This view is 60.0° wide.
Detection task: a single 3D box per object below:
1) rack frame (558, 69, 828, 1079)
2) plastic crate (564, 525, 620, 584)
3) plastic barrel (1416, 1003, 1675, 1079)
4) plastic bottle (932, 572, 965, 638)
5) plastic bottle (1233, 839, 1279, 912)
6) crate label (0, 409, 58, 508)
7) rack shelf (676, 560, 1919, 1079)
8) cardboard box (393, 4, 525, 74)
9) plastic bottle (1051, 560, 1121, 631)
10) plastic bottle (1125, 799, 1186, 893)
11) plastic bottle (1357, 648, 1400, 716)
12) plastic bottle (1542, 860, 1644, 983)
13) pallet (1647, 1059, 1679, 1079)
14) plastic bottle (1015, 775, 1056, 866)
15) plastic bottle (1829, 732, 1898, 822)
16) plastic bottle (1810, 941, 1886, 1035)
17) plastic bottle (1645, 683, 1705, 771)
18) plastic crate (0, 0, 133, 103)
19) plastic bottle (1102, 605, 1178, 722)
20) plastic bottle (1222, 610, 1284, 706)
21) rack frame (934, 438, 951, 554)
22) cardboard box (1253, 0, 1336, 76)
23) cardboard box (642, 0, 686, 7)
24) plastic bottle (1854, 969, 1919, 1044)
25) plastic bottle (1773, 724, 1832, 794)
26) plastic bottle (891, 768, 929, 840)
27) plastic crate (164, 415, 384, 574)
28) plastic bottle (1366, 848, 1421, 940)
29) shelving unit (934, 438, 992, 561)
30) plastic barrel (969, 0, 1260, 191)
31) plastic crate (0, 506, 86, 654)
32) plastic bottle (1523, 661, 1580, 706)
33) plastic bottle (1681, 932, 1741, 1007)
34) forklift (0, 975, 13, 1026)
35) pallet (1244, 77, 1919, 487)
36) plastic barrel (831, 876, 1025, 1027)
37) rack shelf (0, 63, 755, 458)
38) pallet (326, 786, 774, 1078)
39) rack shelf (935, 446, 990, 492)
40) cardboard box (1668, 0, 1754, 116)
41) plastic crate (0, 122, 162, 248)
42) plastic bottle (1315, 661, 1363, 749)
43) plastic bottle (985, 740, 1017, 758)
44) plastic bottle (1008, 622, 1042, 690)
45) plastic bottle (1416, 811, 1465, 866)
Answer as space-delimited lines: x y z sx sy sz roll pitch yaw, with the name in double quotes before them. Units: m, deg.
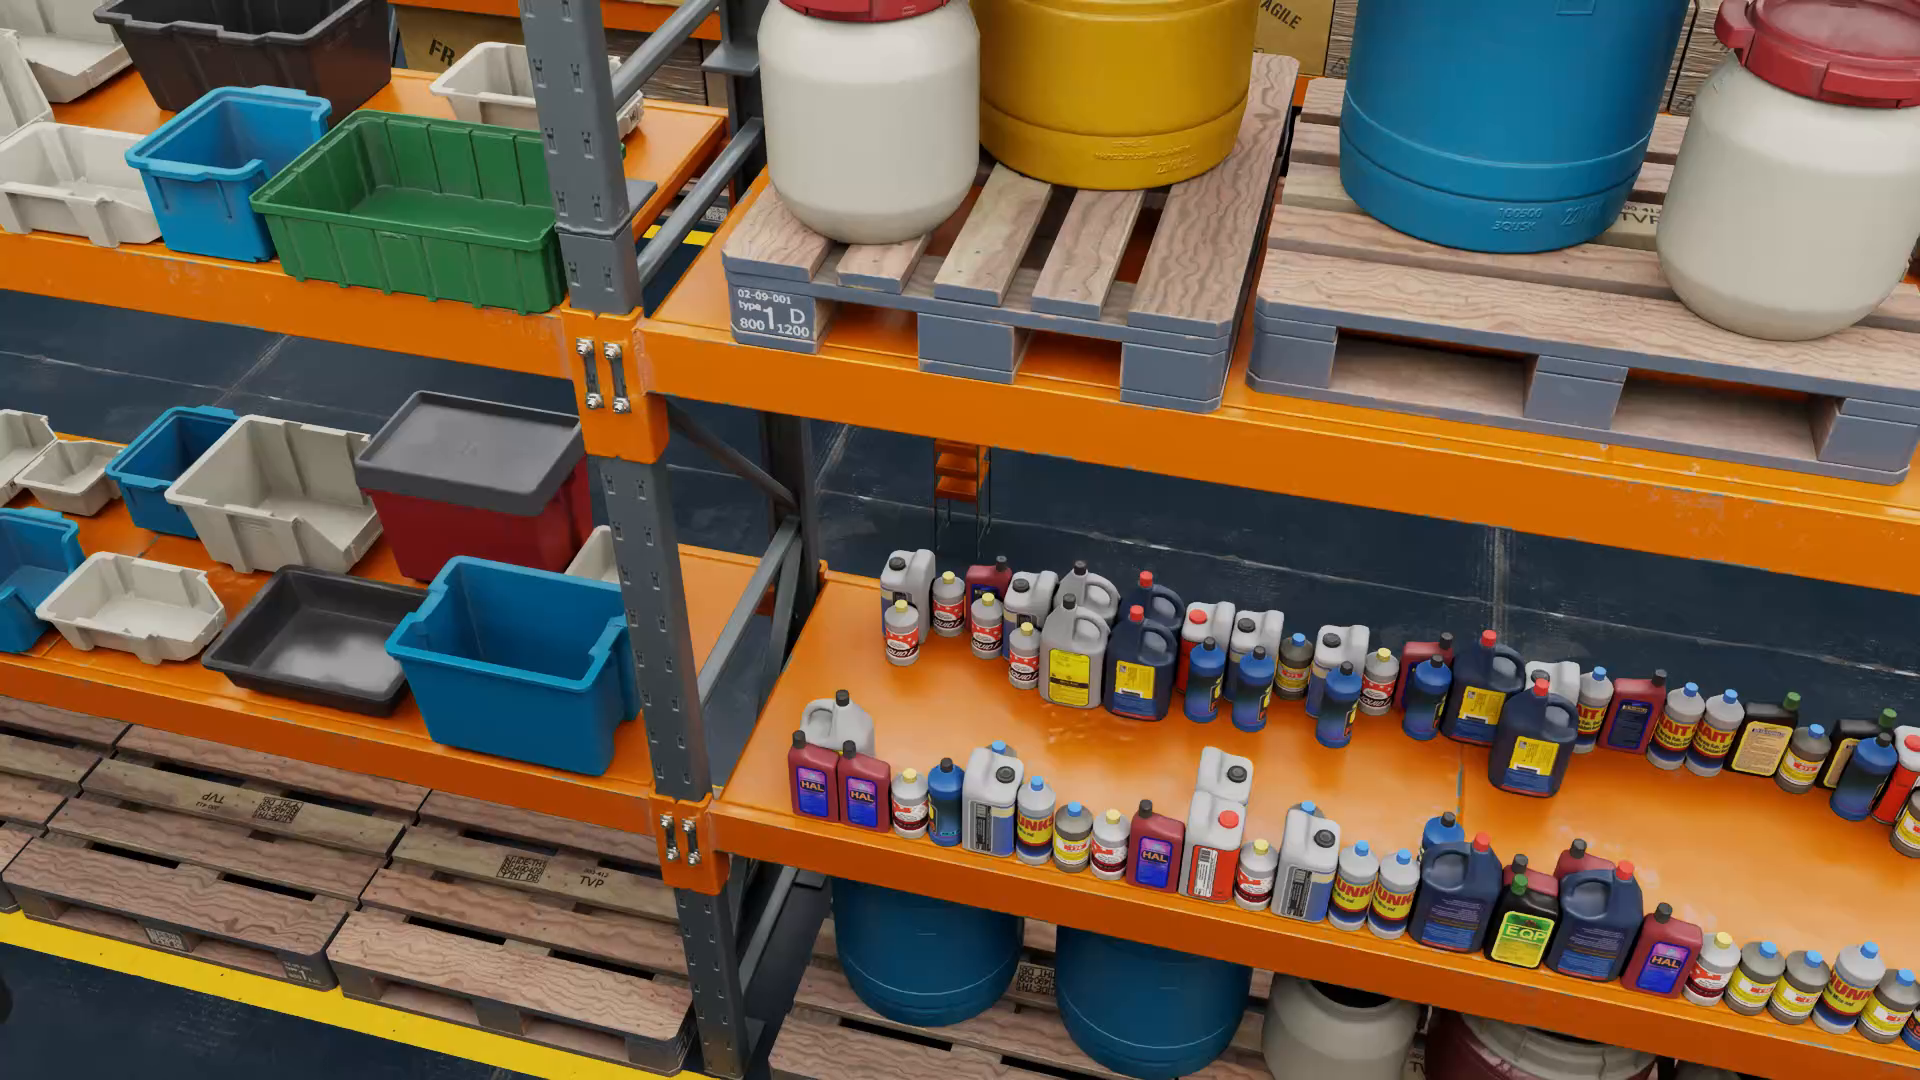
"rack frame" -0.616 0.236 4.637 0.127 3.000 1.000 10 41 11
"plastic crate" -1.029 0.148 4.900 0.243 0.136 0.396 10 41 11
"plastic barrel" 1.680 1.405 4.793 0.708 0.588 0.600 10 41 11
"plastic bottle" -0.033 0.179 4.859 0.097 0.201 0.097 0 40 0
"plastic bottle" 0.732 0.816 4.101 0.097 0.201 0.097 0 40 0
"crate label" -3.094 -0.240 5.361 0.243 0.136 0.396 10 41 11
"rack shelf" 1.316 0.844 4.472 4.000 0.370 1.077 10 41 11
"cardboard box" -2.561 -2.797 9.573 0.875 0.875 0.875 10 41 11
"plastic bottle" 0.356 0.204 4.713 0.185 0.351 0.144 10 41 11
"plastic bottle" 0.485 0.754 4.110 0.133 0.283 0.061 10 41 11
"plastic bottle" 1.161 0.384 4.614 0.097 0.201 0.097 0 40 0
"plastic bottle" 1.500 0.875 3.914 0.185 0.351 0.144 10 41 11
"pallet" 2.475 1.863 4.867 1.213 0.211 1.003 10 41 11
"plastic bottle" 0.191 0.696 4.189 0.097 0.271 0.097 0 40 0
"plastic bottle" 2.346 0.602 4.301 0.097 0.271 0.097 0 40 0
"plastic bottle" 2.041 1.014 3.810 0.097 0.271 0.097 0 40 0
"plastic bottle" 1.915 0.487 4.437 0.097 0.271 0.097 0 40 0
"plastic crate" -2.420 -1.287 4.323 0.530 0.136 0.437 10 41 11
"plastic bottle" 0.497 0.325 4.570 0.185 0.351 0.144 10 41 11
"plastic bottle" 0.818 0.315 4.639 0.135 0.276 0.152 10 41 11
"rack frame" -0.074 -0.472 6.879 0.006 1.200 0.240 10 41 11
"cardboard box" 1.530 -2.565 7.894 0.500 0.500 0.500 10 41 11
"cardboard box" -1.456 -2.891 8.555 0.250 0.149 0.380 9 41 10
"plastic bottle" 2.135 1.057 3.813 0.097 0.201 0.097 0 40 0
"plastic bottle" 2.232 0.569 4.395 0.097 0.201 0.097 0 40 0
"plastic bottle" -0.127 0.668 4.277 0.097 0.201 0.097 0 40 0
"plastic crate" -2.044 -0.110 5.094 0.530 0.282 0.437 10 41 11
"plastic bottle" 1.050 0.844 4.013 0.097 0.271 0.097 0 40 0
"shelving unit" 0.014 -0.457 6.861 0.189 1.200 0.258 10 41 11
"plastic barrel" 0.318 -1.120 3.446 0.600 0.588 0.600 0 40 0
"plastic crate" -2.765 0.126 4.851 0.300 0.233 0.416 10 41 11
"plastic bottle" 1.573 0.445 4.484 0.135 0.276 0.152 10 41 11
"plastic bottle" 1.759 0.993 3.890 0.097 0.201 0.097 0 40 0
"forklift" -2.105 1.673 2.979 3.031 2.935 1.130 12 42 14
"pallet" 1.262 -0.584 3.428 1.213 0.211 1.003 10 41 11
"plastic barrel" -0.095 0.980 5.056 0.708 0.901 0.600 10 41 11
"rack shelf" -2.548 -0.970 4.299 4.000 0.370 1.077 10 41 11
"pallet" -1.337 1.206 5.650 1.213 0.211 1.003 10 41 11
"rack shelf" 0.014 -0.331 6.967 0.180 0.103 0.258 10 41 11
"cardboard box" 3.507 -2.229 7.494 0.500 0.500 0.500 9 41 11
"plastic crate" -1.943 -0.787 3.727 0.466 0.136 0.293 10 41 11
"plastic bottle" 1.028 0.436 4.499 0.097 0.271 0.097 0 40 0
"plastic bottle" 0.100 0.606 4.351 0.097 0.201 0.097 0 40 0
"plastic bottle" 0.187 0.318 4.693 0.097 0.201 0.097 0 40 0
"plastic bottle" 1.181 0.770 4.100 0.097 0.271 0.097 0 40 0
